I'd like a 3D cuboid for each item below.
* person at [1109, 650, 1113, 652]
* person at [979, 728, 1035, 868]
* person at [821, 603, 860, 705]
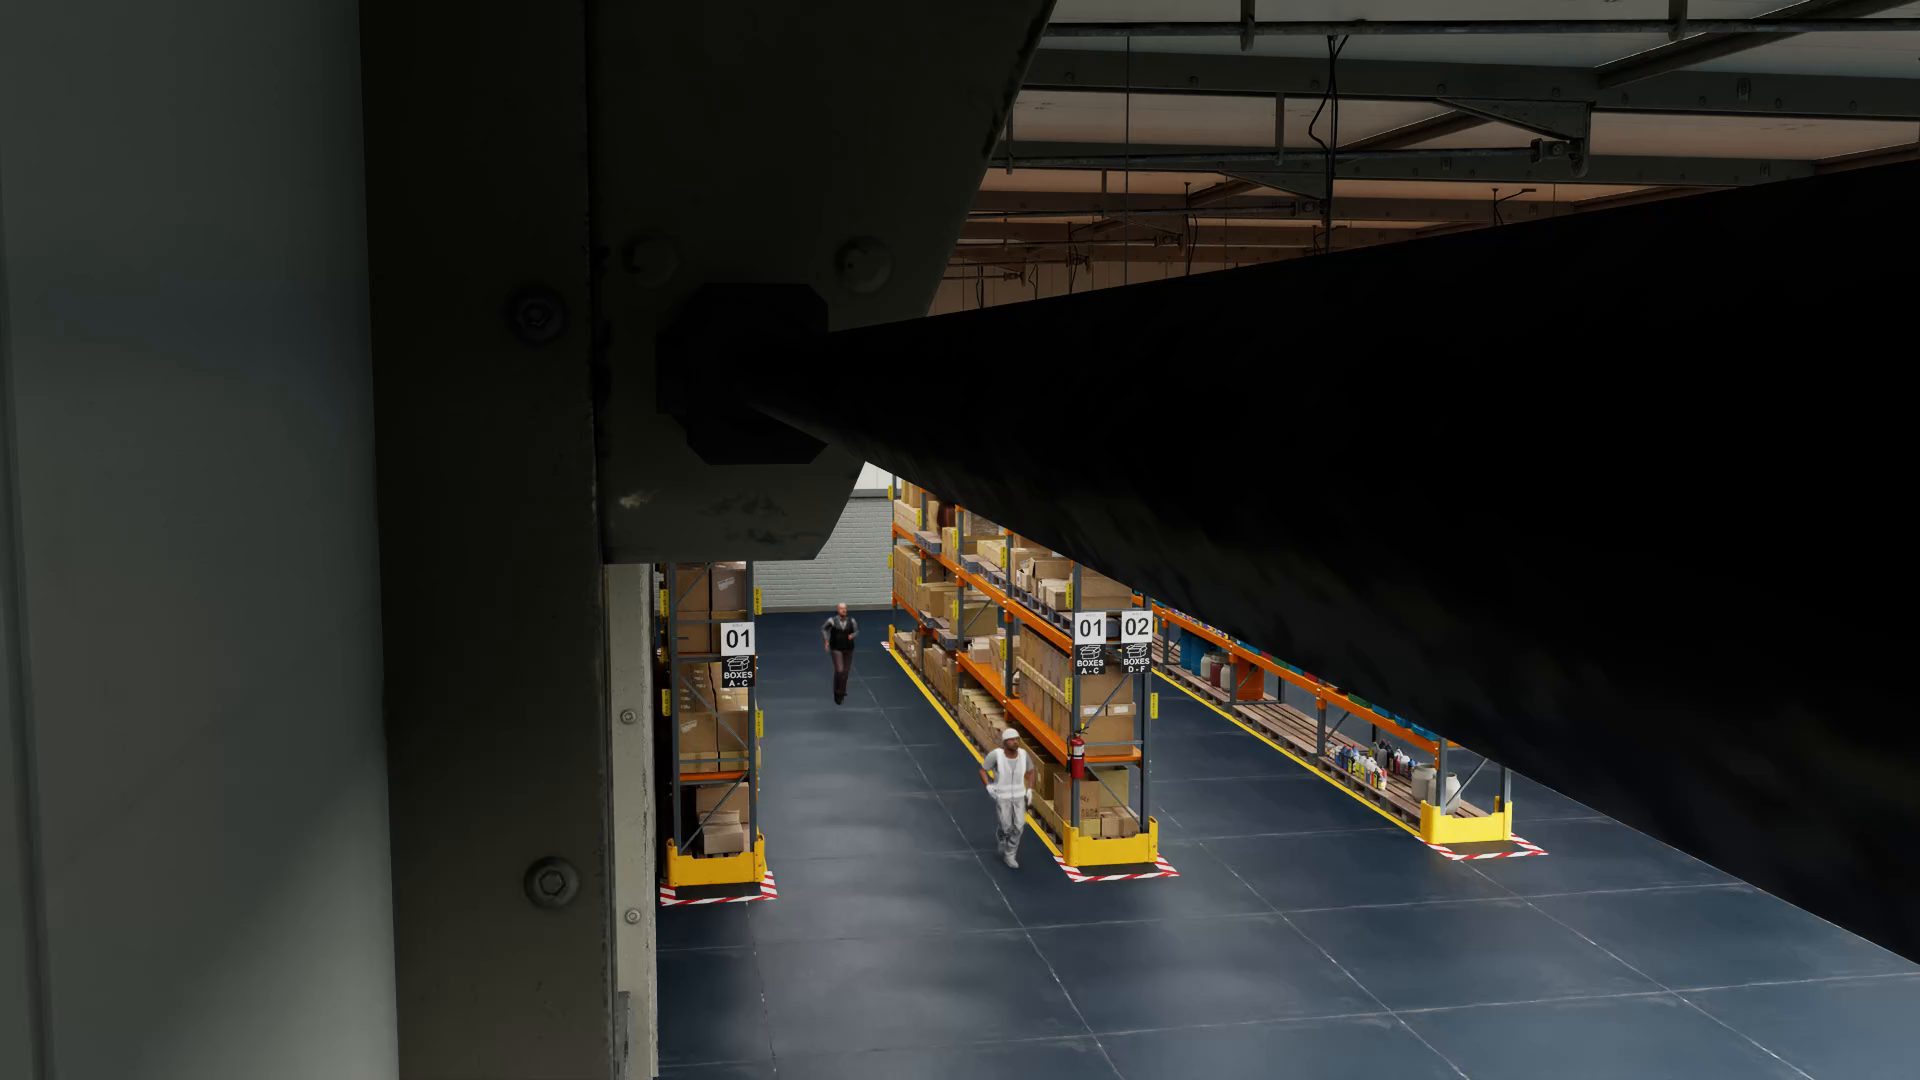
[{"bbox_3d":[2.590,1.972,30.000,0.552,1.713,0.629,-3,7,-22],"label":"person"},{"bbox_3d":[0.623,3.223,20.843,0.714,1.744,0.539,-2,6,-14],"label":"person"},{"bbox_3d":[-2.093,2.021,29.540,0.627,1.803,0.707,-2,7,-21],"label":"person"}]
